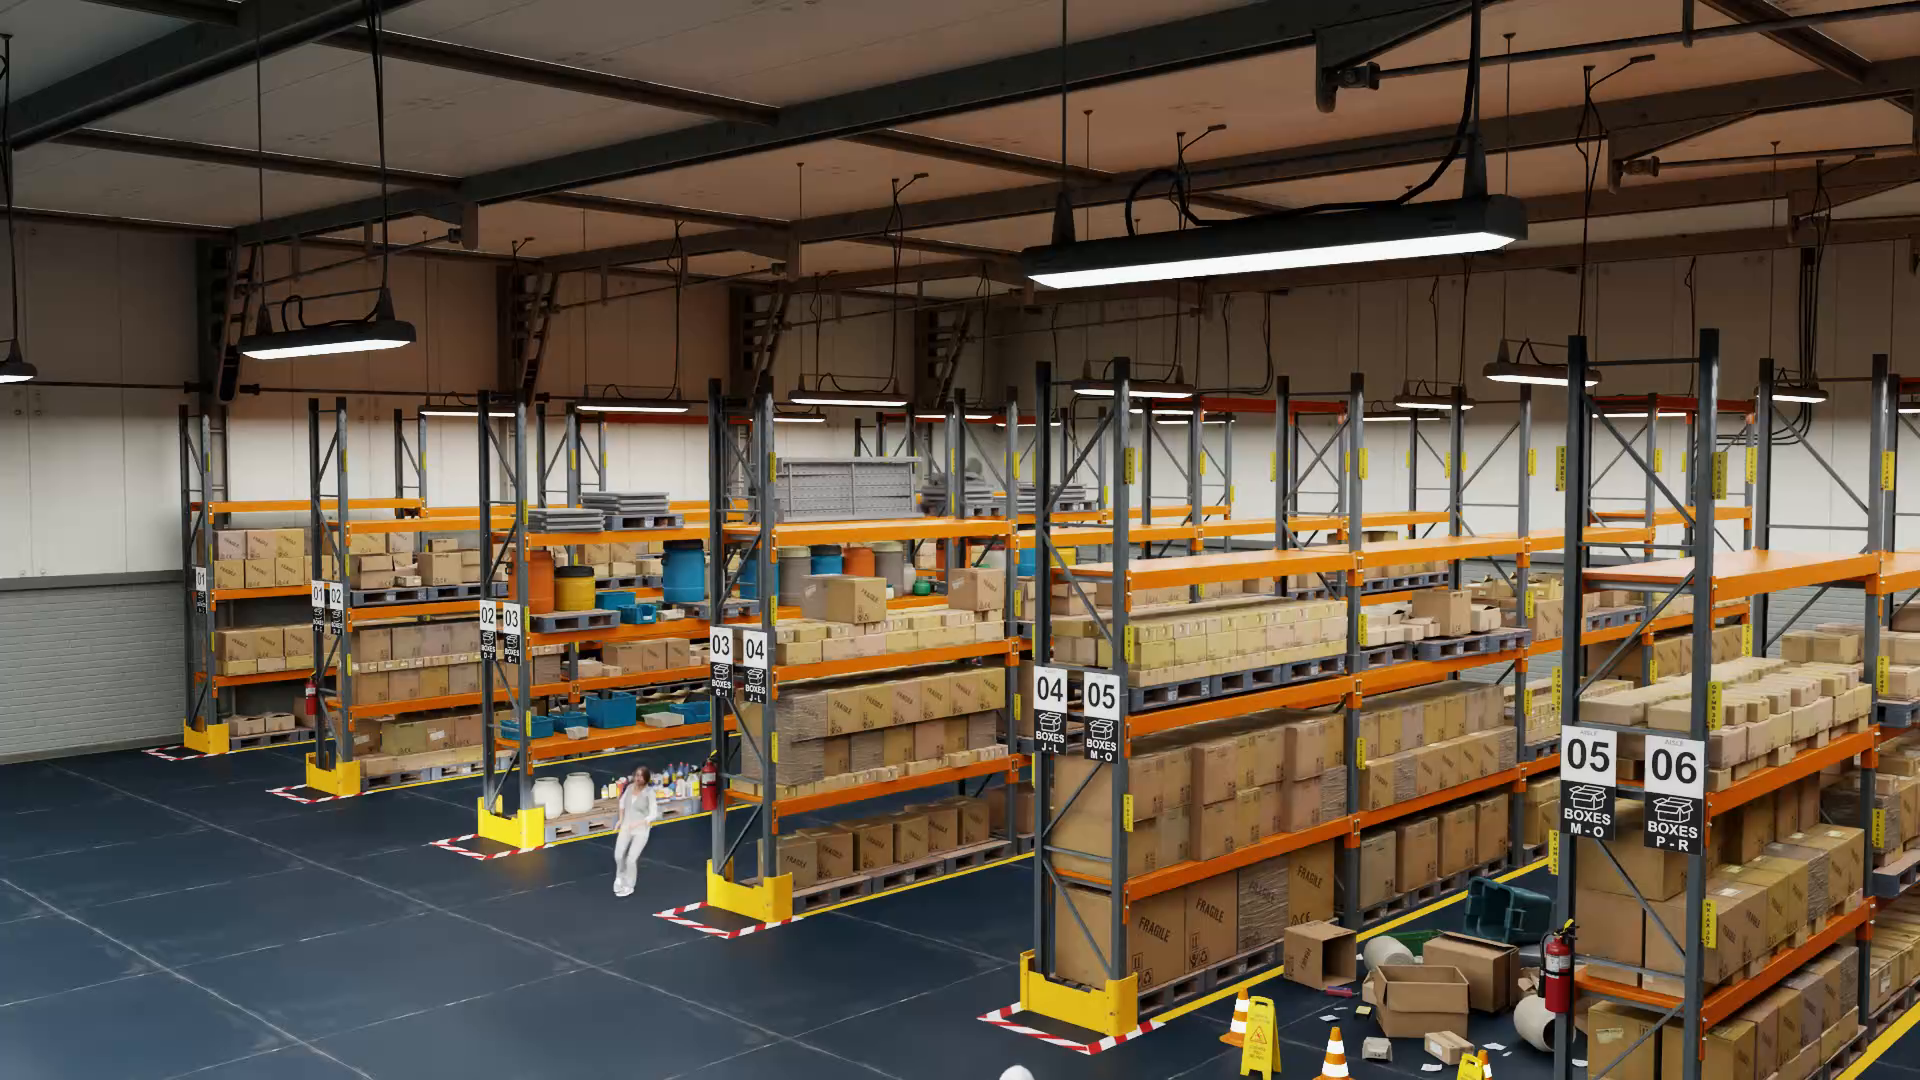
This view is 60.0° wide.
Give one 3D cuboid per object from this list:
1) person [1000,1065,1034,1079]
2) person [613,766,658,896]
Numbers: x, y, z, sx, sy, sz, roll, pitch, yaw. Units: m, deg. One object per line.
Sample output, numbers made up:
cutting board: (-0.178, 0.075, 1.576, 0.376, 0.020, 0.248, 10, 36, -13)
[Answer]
person: (0.339, 3.785, 9.297, 0.715, 1.784, 0.836, 0, 3, -4)
person: (-3.758, 3.387, 19.184, 0.545, 1.516, 0.550, 1, 3, 10)
